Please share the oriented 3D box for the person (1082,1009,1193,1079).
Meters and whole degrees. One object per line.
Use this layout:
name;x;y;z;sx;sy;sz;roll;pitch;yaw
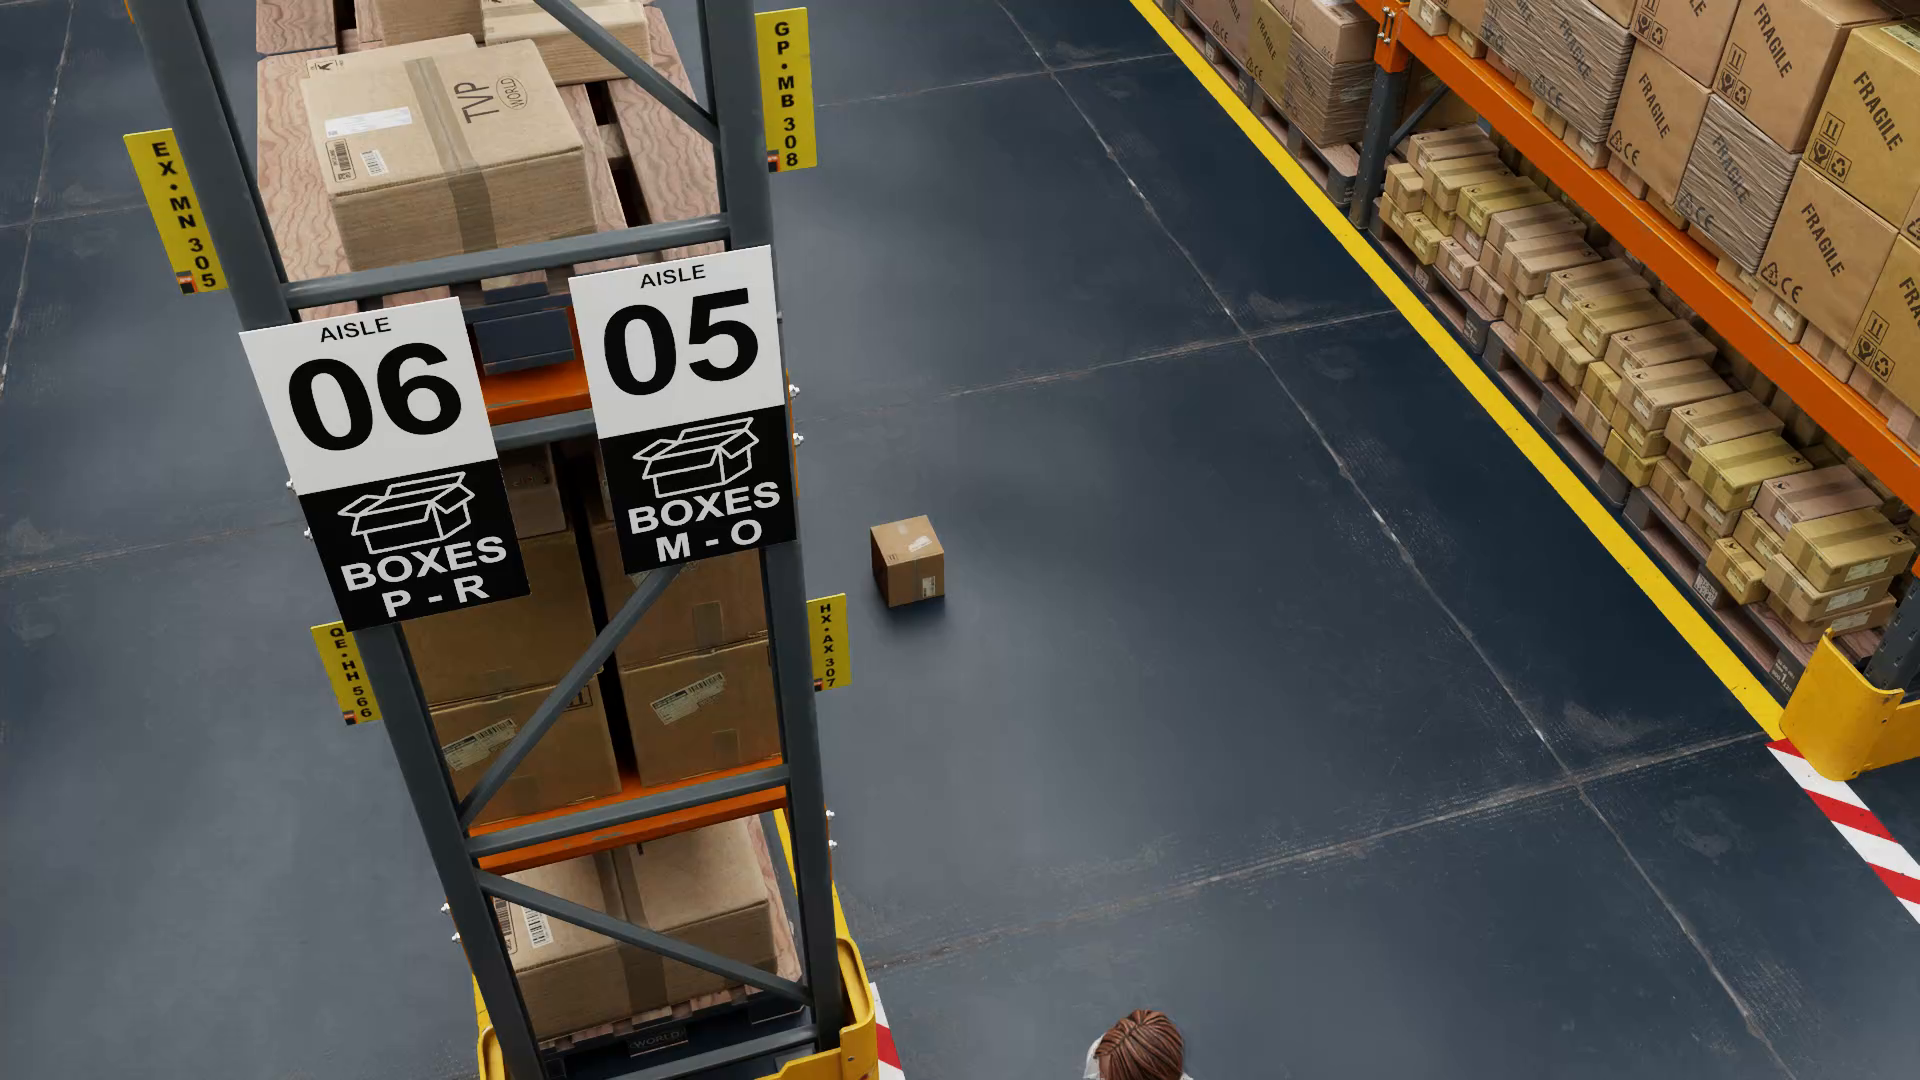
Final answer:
person;0.508;1.686;4.357;0.468;1.545;0.889;29;50;28
